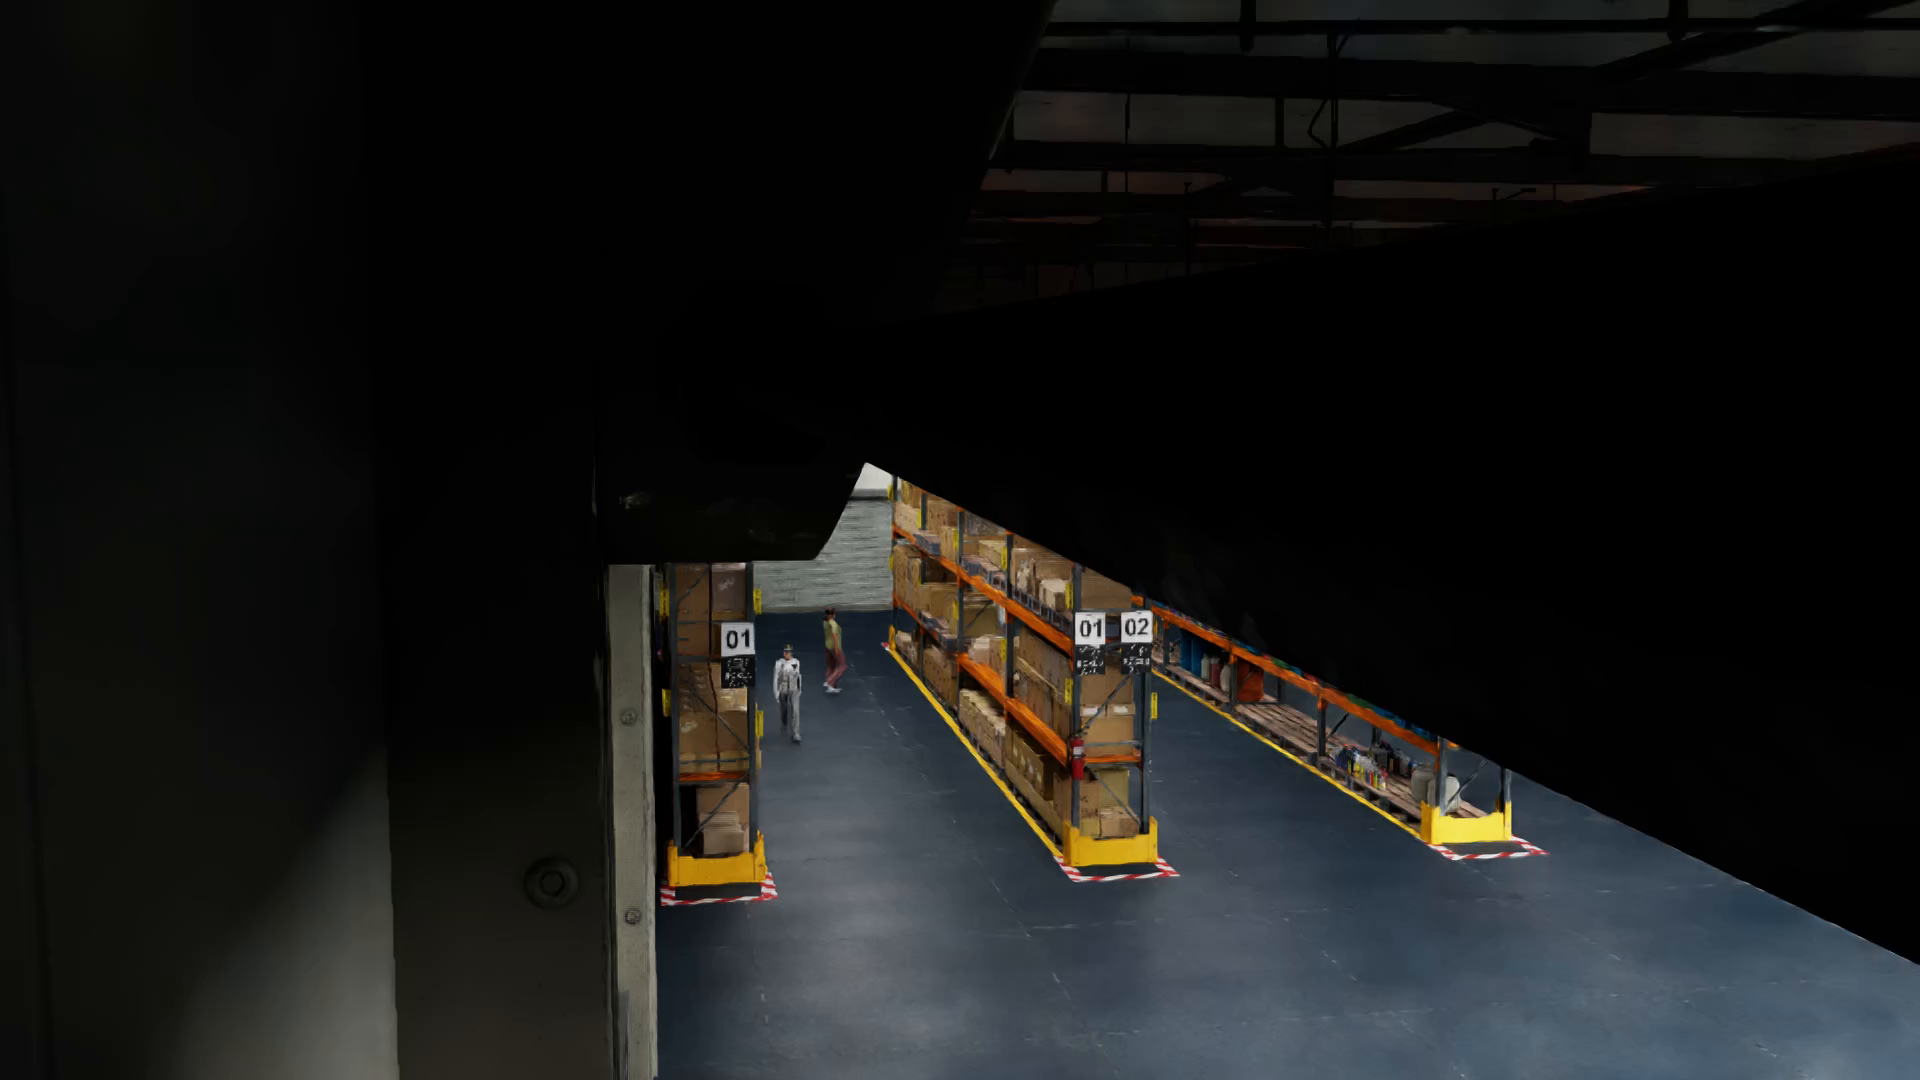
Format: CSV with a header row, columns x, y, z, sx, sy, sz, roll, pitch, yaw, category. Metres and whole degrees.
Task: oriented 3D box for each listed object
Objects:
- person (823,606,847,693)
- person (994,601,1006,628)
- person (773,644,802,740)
x,y,z,sx,sy,sz,roll,pitch,yaw,category
-2.436,2.084,31.629,0.435,1.671,0.492,-5,8,-36,person
0.748,1.568,36.159,0.729,1.733,0.546,-1,6,-12,person
-2.894,2.511,27.889,0.495,1.587,1.067,-1,6,-8,person
